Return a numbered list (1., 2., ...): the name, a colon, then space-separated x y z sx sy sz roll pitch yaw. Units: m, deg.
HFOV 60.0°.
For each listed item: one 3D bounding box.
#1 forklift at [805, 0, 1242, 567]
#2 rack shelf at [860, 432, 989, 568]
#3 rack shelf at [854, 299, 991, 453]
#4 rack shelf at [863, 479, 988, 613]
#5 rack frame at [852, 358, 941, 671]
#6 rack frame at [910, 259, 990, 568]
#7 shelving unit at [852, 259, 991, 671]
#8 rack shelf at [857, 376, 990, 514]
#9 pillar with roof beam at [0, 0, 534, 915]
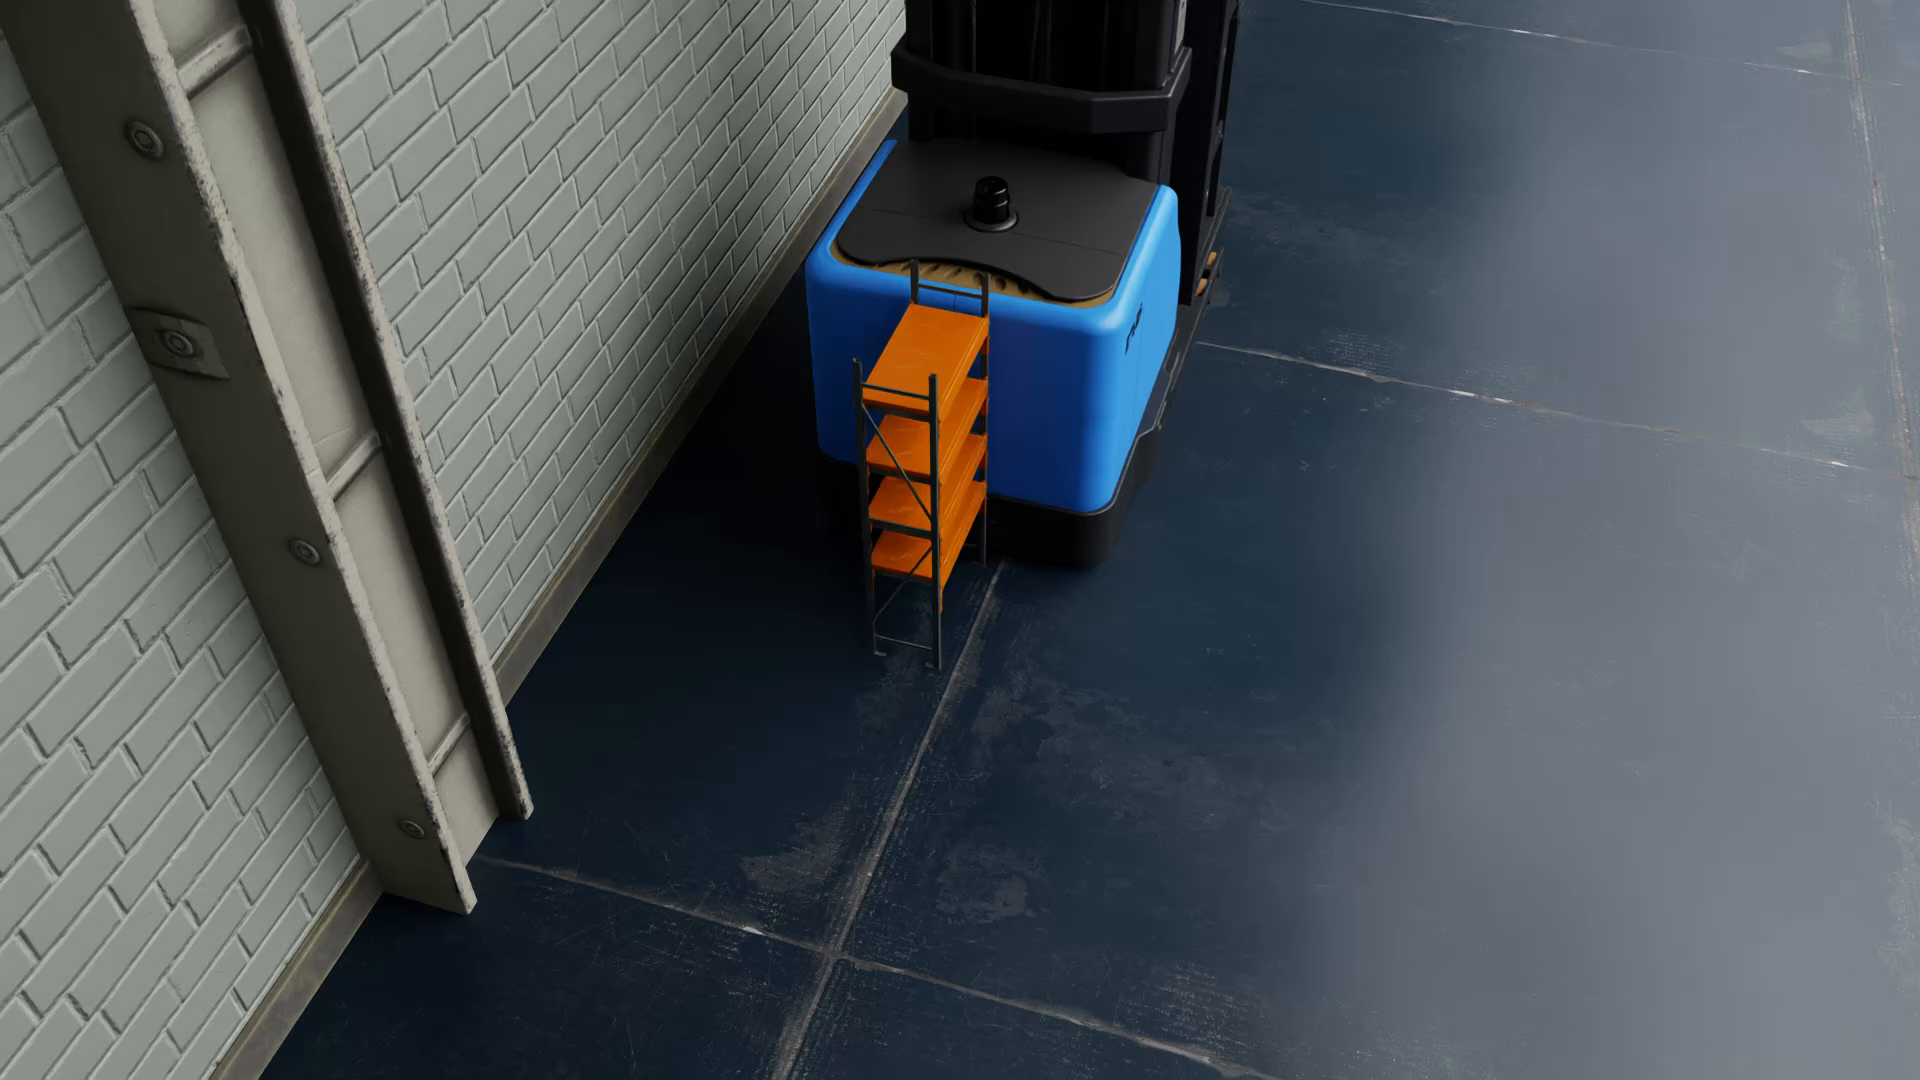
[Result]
1. forklift: 0.436 -2.007 5.705 1.130 2.935 3.031 13 46 13
2. rack shelf: -0.103 -0.154 5.145 0.258 0.148 0.480 13 46 13
3. rack shelf: -0.103 -0.483 4.823 0.258 0.148 0.480 13 46 13
4. rack shelf: -0.103 -0.012 5.284 0.258 0.148 0.480 13 46 13
5. rack frame: -0.177 -0.039 4.932 0.240 1.200 0.015 13 46 13
6. rack frame: -0.029 -0.364 5.264 0.240 1.200 0.015 13 46 13
7. shelving unit: -0.103 -0.202 5.098 0.258 1.200 0.503 13 46 13
8. rack shelf: -0.103 -0.313 4.989 0.258 0.148 0.480 13 46 13
9. pillar with roof beam: 2.634 -1.414 0.761 9.100 9.000 0.400 13 46 13
